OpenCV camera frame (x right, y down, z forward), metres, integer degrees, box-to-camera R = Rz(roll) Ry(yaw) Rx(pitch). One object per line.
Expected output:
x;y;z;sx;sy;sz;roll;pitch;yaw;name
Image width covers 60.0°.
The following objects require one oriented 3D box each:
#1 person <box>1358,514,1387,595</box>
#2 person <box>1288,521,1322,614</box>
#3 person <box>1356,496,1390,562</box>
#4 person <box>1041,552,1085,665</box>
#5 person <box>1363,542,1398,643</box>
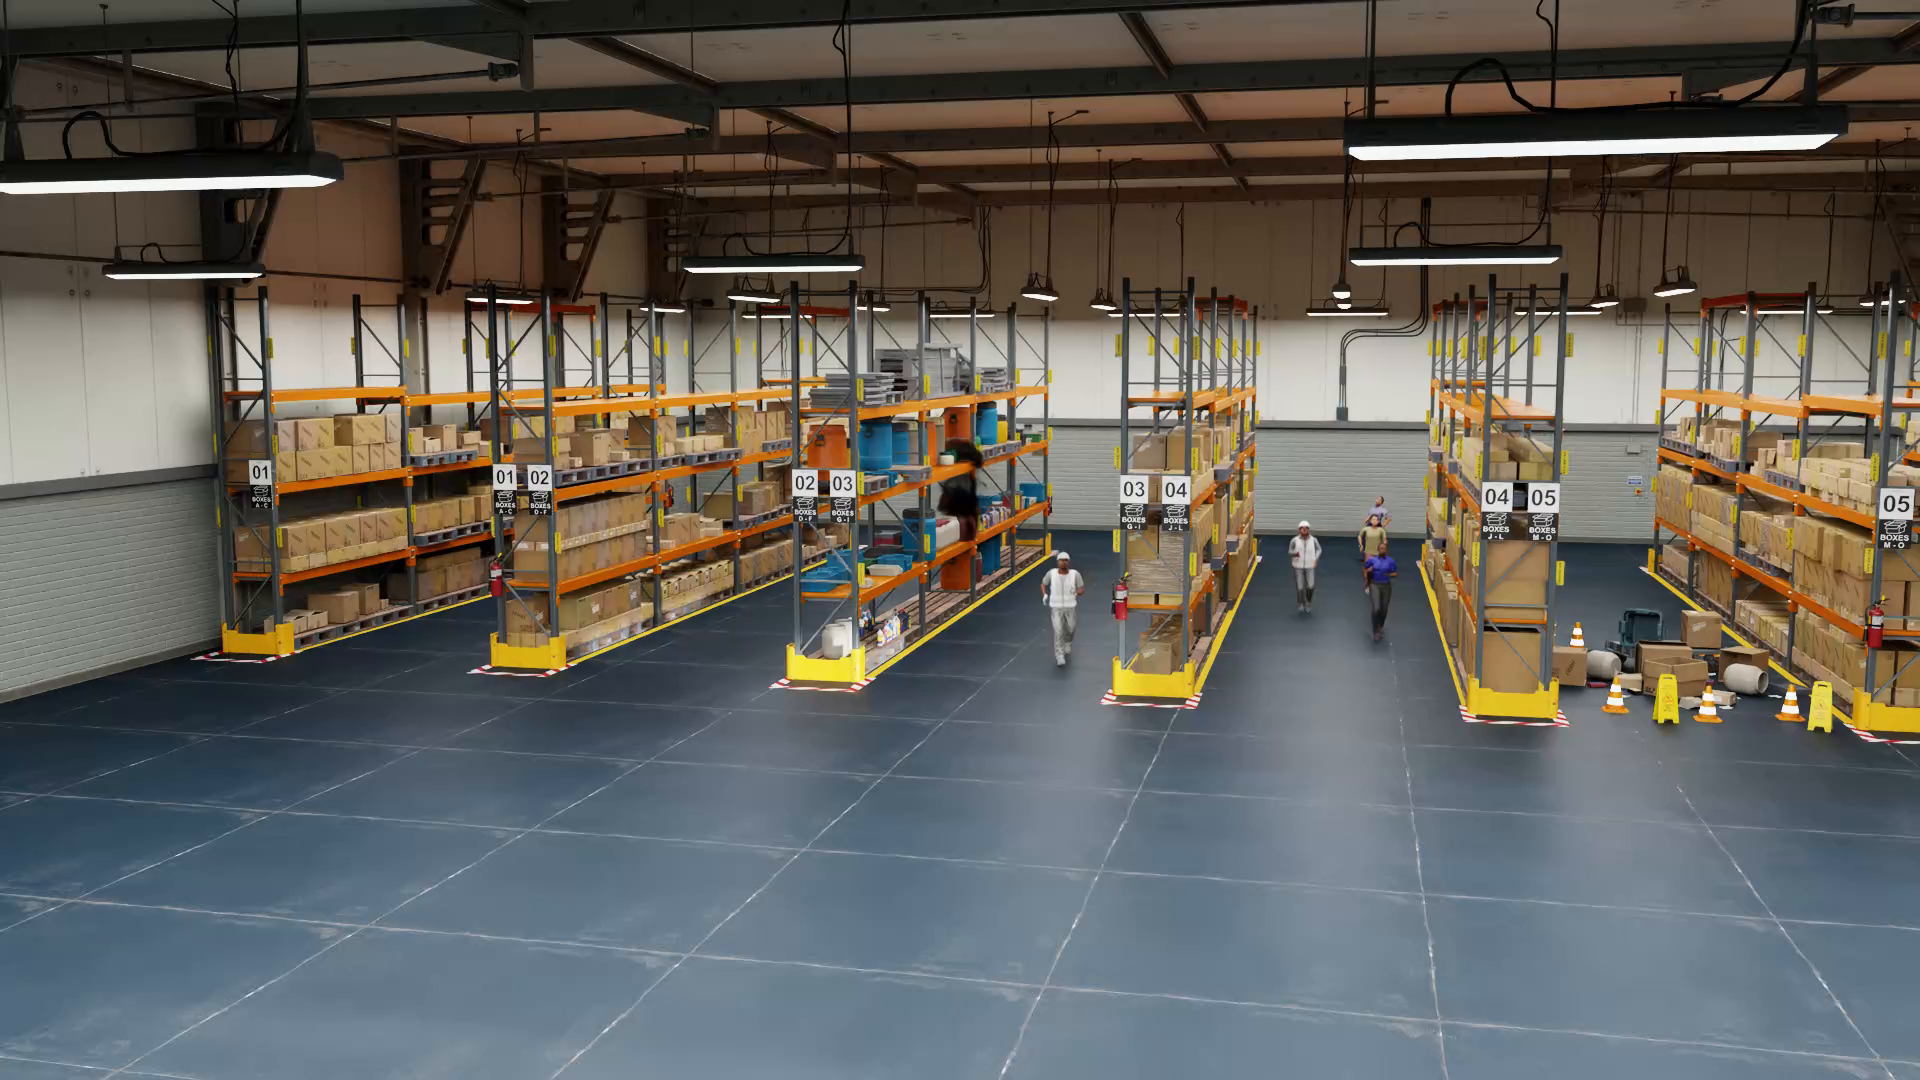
8.385;0.292;33.765;0.550;1.640;0.634;1;7;7;person
6.516;0.525;31.439;0.642;1.767;0.644;1;7;9;person
9.682;-0.254;38.978;0.622;1.560;0.674;-3;7;-24;person
1.643;1.073;26.549;0.696;1.762;0.946;0;7;0;person
7.252;0.930;28.697;0.547;1.637;0.777;0;7;3;person
